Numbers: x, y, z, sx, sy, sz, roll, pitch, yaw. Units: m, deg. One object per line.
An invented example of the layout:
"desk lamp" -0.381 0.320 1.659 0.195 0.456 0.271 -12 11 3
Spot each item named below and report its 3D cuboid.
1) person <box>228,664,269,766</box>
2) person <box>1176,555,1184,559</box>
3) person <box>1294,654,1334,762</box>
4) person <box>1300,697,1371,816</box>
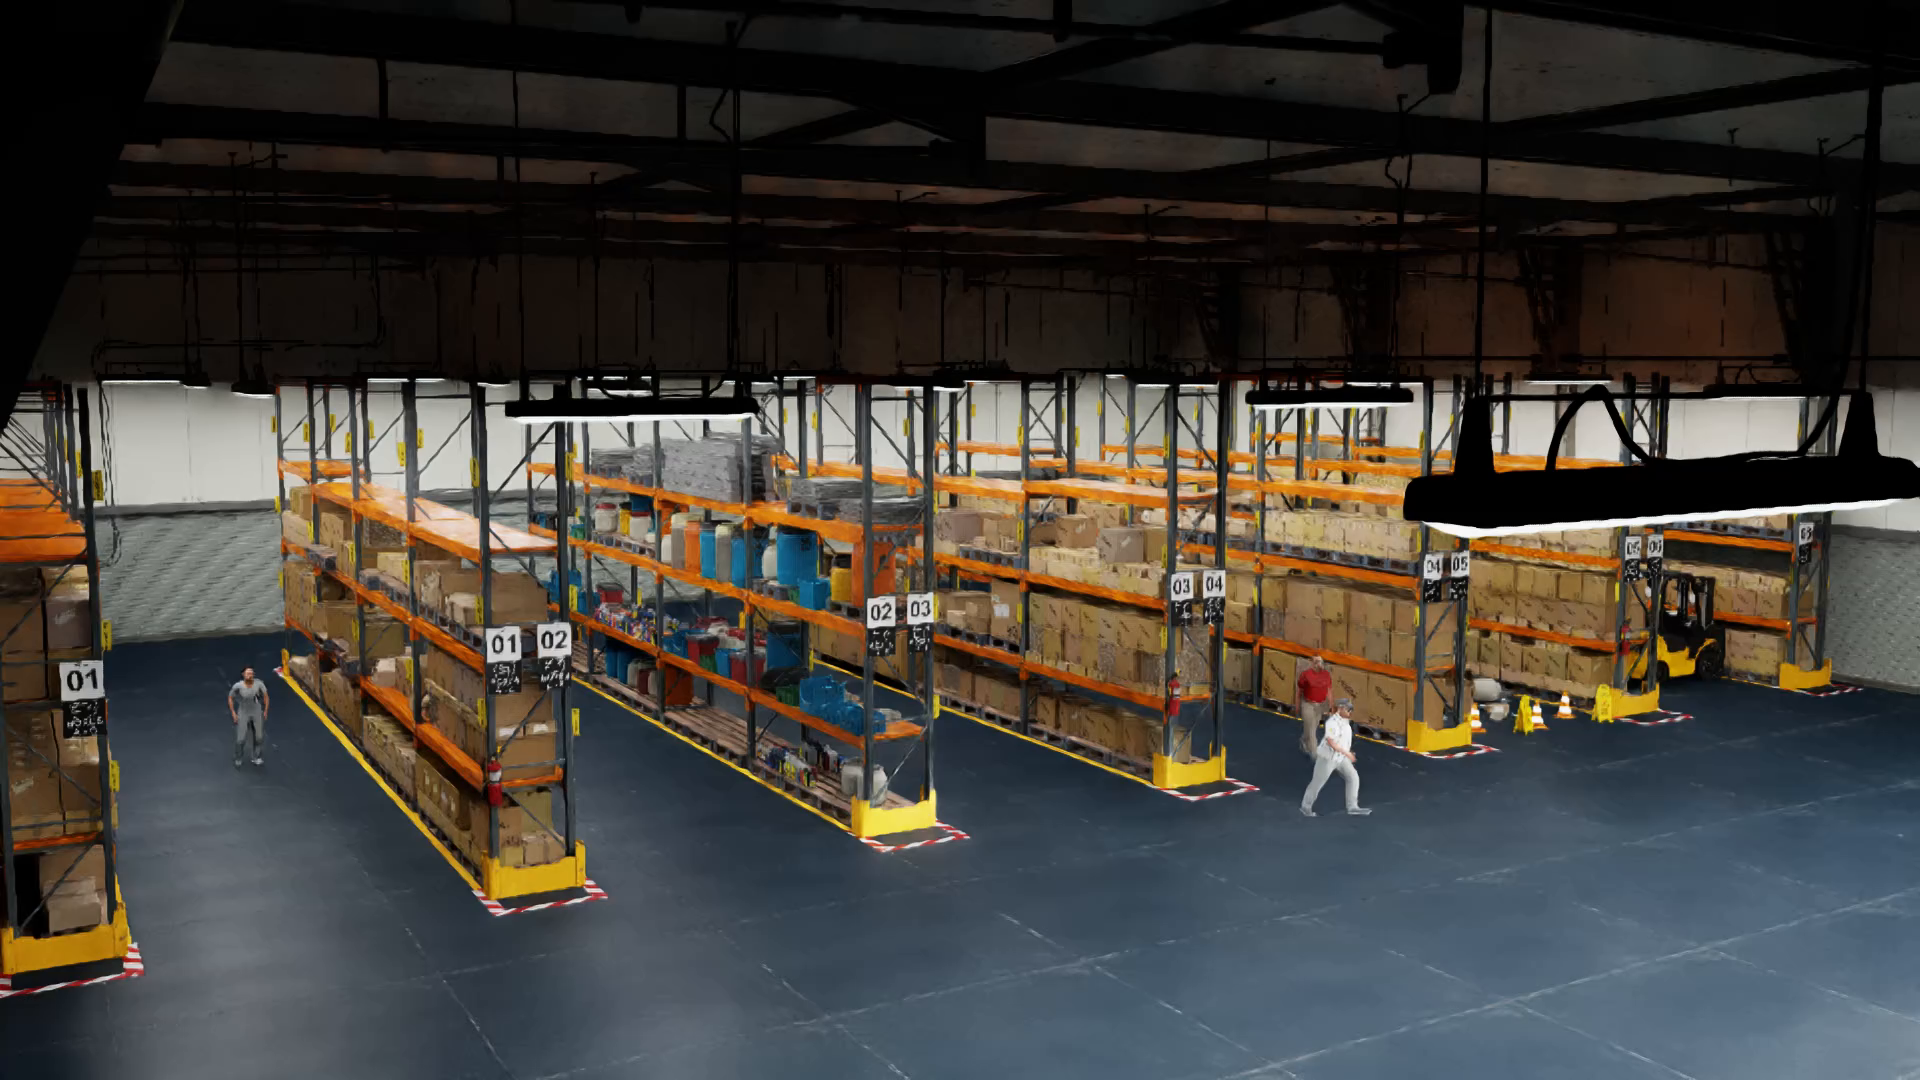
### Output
"person" -11.036 2.723 25.808 0.580 1.599 0.503 -4 7 -31
"person" 5.096 1.232 38.593 0.523 1.791 0.639 -1 6 -12
"person" 5.617 2.619 26.277 0.533 1.658 1.031 -2 7 -21
"person" 5.170 2.975 22.945 0.843 1.695 0.706 6 8 42
